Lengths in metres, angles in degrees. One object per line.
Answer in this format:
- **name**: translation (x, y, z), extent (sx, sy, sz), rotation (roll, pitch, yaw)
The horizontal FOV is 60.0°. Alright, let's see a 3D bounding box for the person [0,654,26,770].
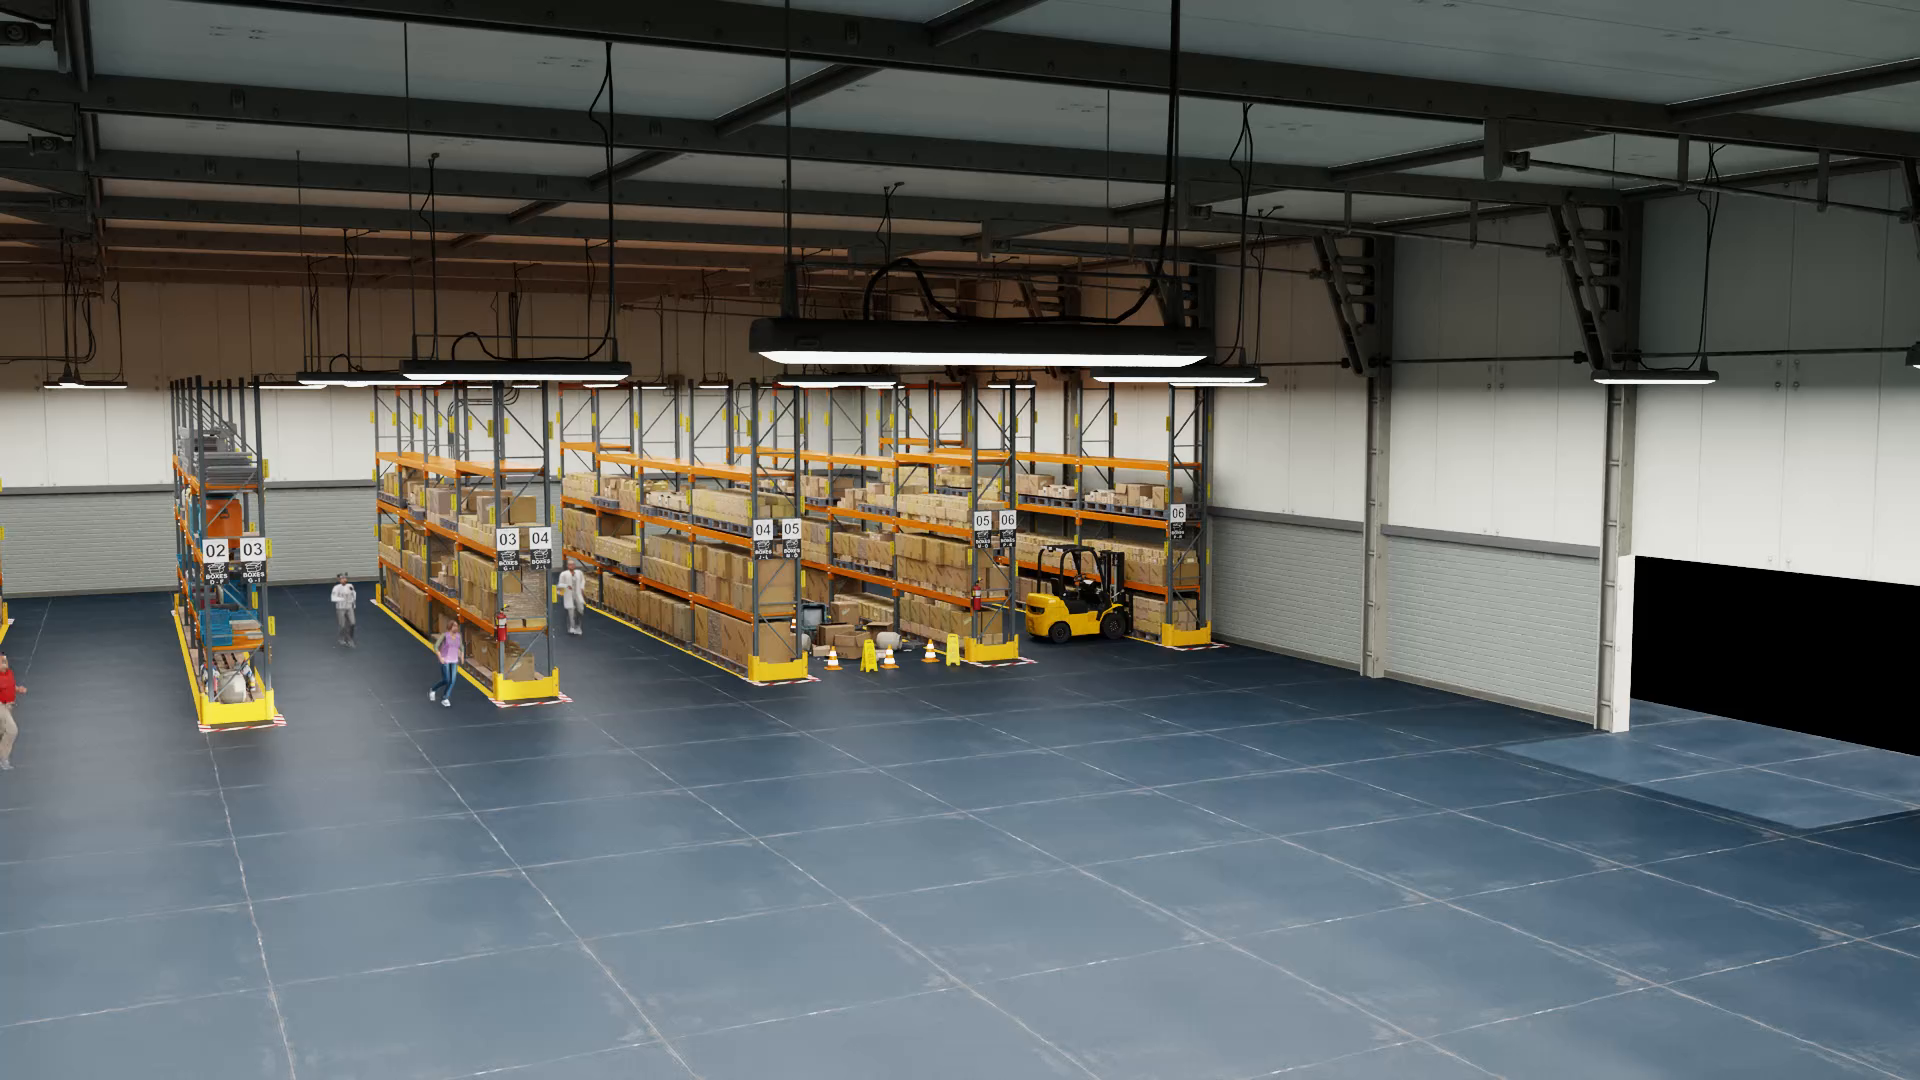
- **person**: translation (-14.621, 2.631, 25.353), extent (0.776, 1.790, 0.640), rotation (0, 5, 3)

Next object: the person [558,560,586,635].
- **person**: translation (-9.116, 1.365, 39.200), extent (0.681, 1.796, 0.775), rotation (-3, 6, -27)

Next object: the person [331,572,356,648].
- **person**: translation (-13.787, 1.576, 37.284), extent (0.590, 1.740, 0.726), rotation (-3, 6, -34)

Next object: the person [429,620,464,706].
- **person**: translation (-9.396, 2.240, 30.553), extent (0.548, 1.546, 0.602), rotation (5, 7, 43)
